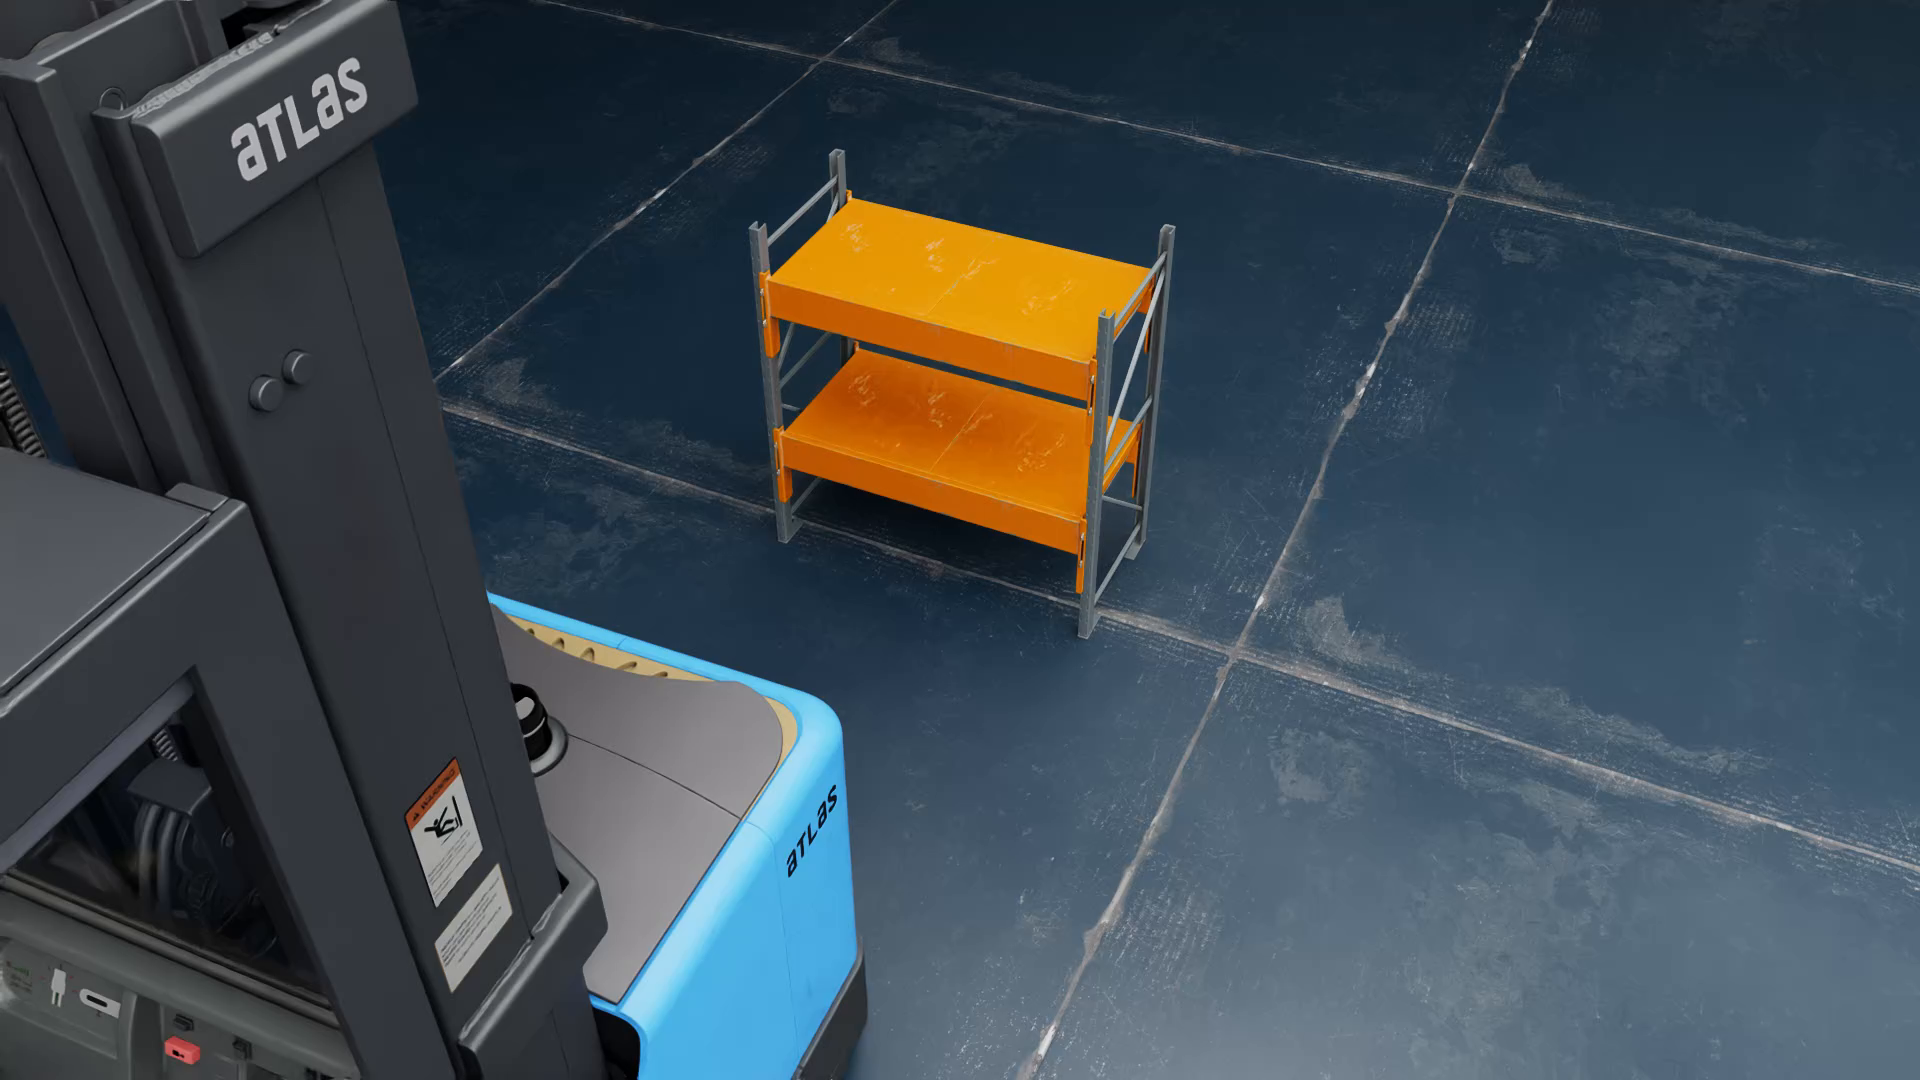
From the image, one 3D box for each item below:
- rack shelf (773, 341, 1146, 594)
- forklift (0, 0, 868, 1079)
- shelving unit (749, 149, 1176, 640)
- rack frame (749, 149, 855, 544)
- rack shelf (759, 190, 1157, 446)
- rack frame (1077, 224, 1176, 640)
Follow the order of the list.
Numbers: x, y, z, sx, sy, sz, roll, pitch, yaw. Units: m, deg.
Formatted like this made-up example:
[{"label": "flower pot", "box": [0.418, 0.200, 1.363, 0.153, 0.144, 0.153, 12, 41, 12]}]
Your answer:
[{"label": "rack shelf", "box": [0.006, -0.238, 5.040, 1.000, 0.278, 0.538, 17, 44, 19]}, {"label": "forklift", "box": [-1.256, 0.788, 2.103, 1.130, 2.935, 3.031, 16, 43, 17]}, {"label": "shelving unit", "box": [0.006, -0.423, 4.879, 1.048, 1.125, 0.538, 17, 44, 19]}, {"label": "rack frame", "box": [-0.455, -0.564, 5.042, 0.032, 1.125, 0.500, 17, 44, 19]}, {"label": "rack shelf", "box": [0.006, -0.644, 4.688, 1.000, 0.278, 0.538, 17, 44, 19]}, {"label": "rack frame", "box": [0.467, -0.282, 4.717, 0.032, 1.125, 0.500, 17, 44, 19]}]
